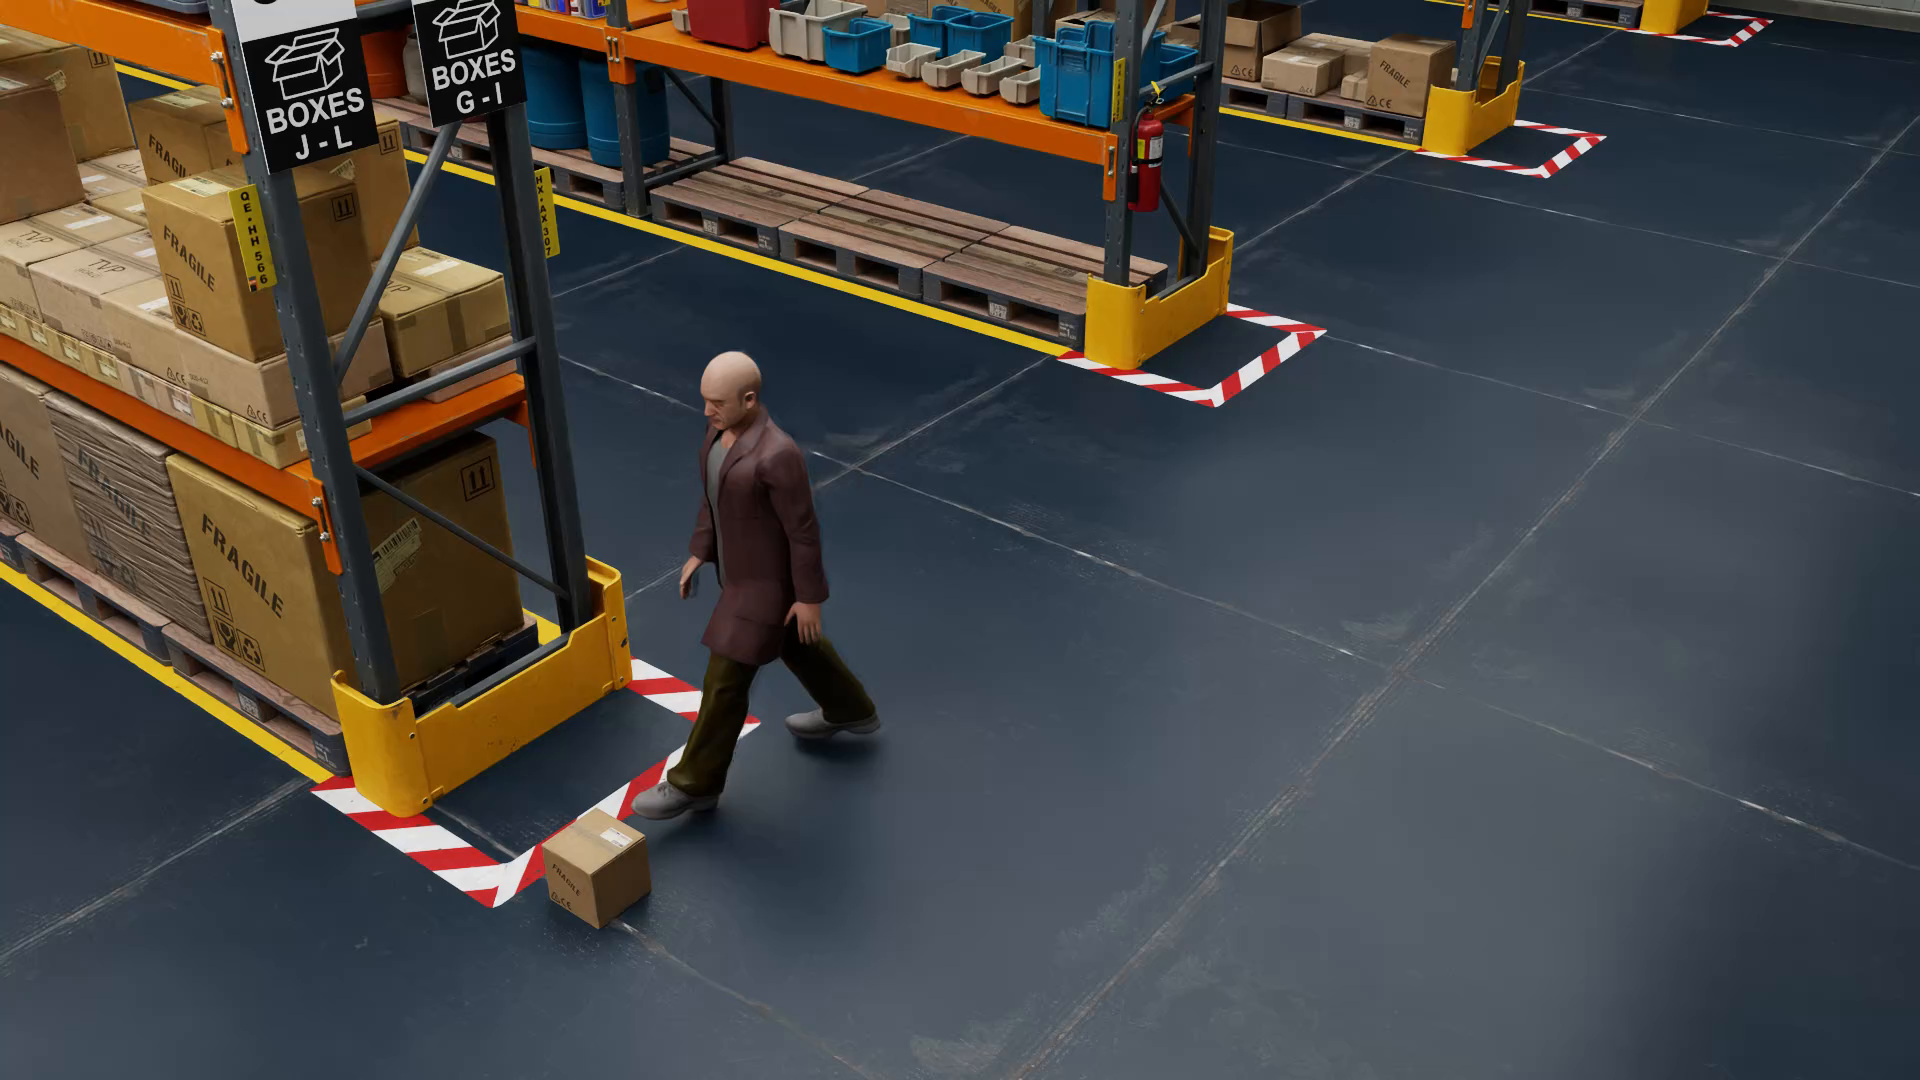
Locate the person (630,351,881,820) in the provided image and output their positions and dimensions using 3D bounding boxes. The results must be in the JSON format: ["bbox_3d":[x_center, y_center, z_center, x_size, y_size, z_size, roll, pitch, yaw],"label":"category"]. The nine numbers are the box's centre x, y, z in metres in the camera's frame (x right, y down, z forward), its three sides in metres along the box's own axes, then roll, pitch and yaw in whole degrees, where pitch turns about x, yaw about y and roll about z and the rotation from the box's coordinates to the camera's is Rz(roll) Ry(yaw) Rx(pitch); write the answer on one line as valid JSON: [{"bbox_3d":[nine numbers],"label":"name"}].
[{"bbox_3d":[-0.775,0.132,5.909,1.042,1.740,0.579,-13,33,-20],"label":"person"}]
